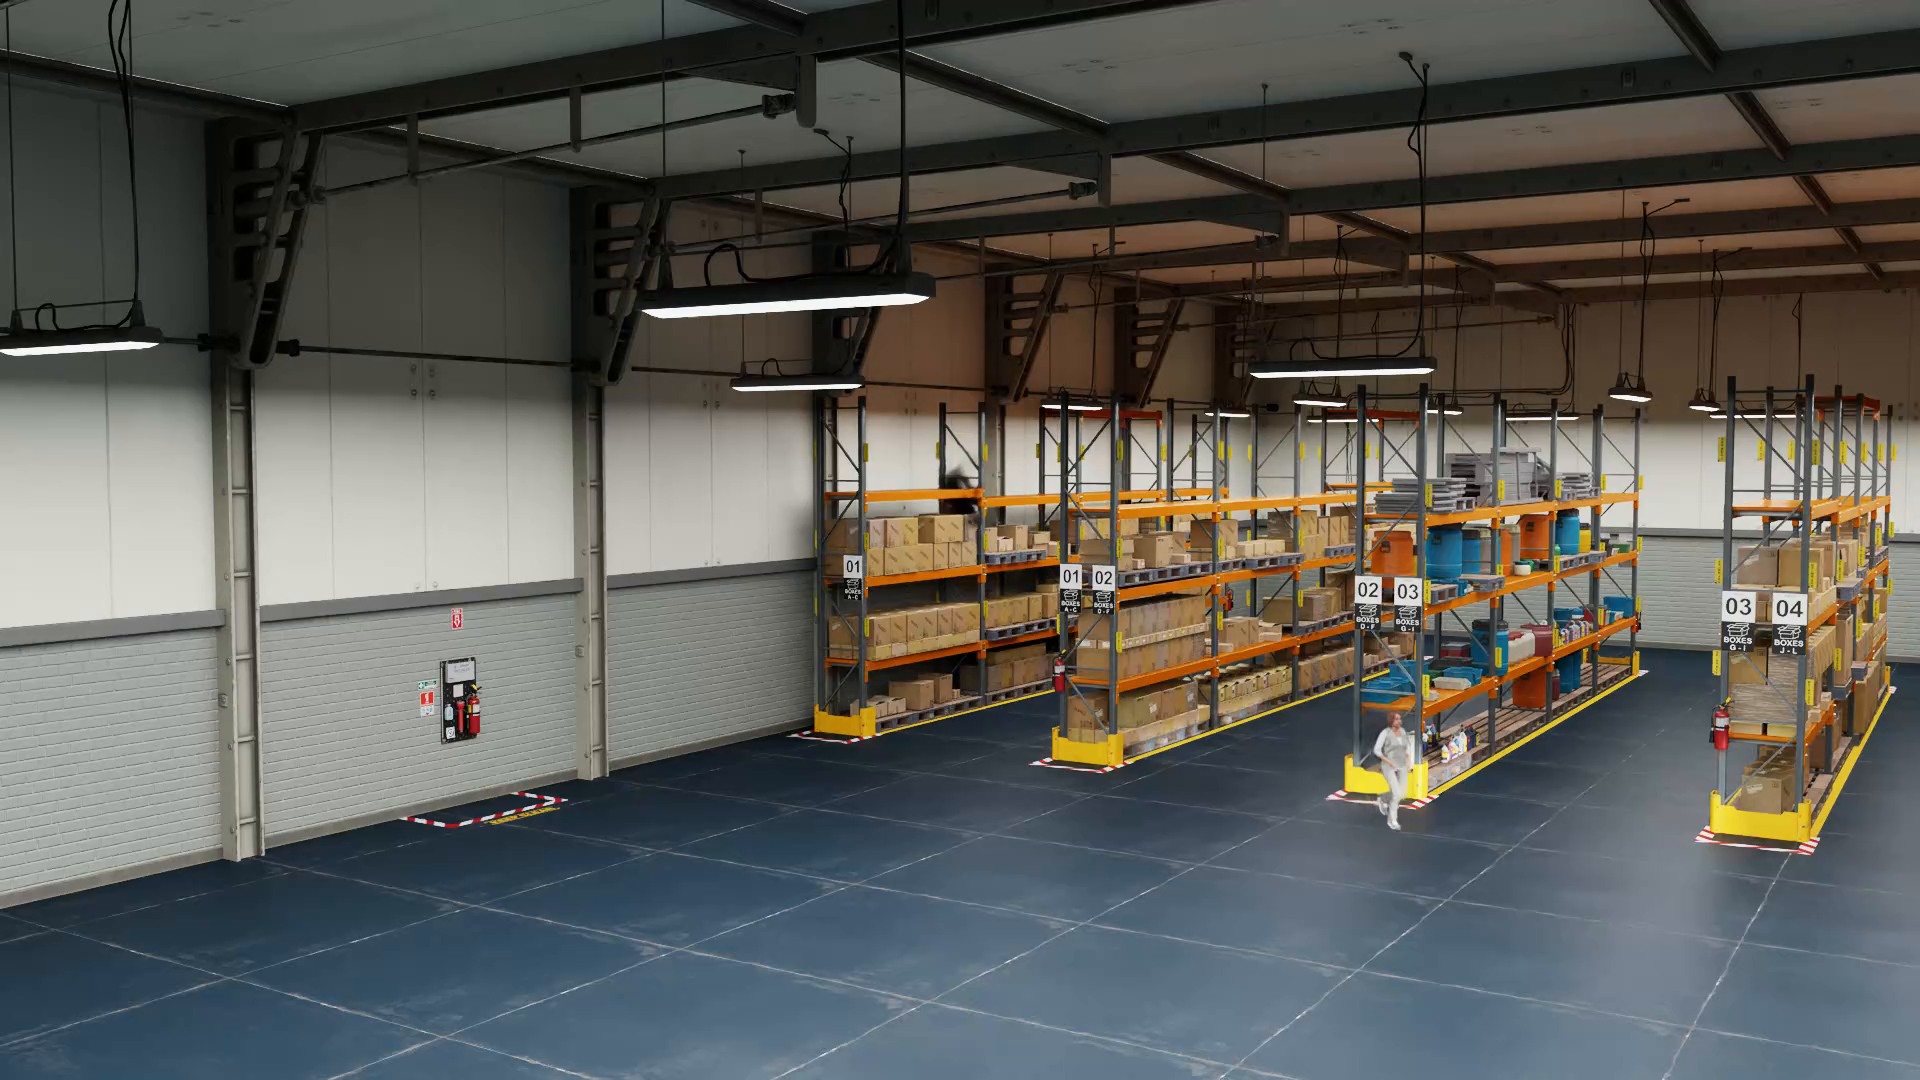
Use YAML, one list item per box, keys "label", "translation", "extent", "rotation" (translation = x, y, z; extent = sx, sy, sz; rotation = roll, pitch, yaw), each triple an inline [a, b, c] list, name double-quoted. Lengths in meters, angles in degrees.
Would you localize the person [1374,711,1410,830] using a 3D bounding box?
- label: "person"
  translation: [5.782, 3.066, 22.280]
  extent: [0.584, 1.572, 0.594]
  rotation: [-1, 3, -23]
